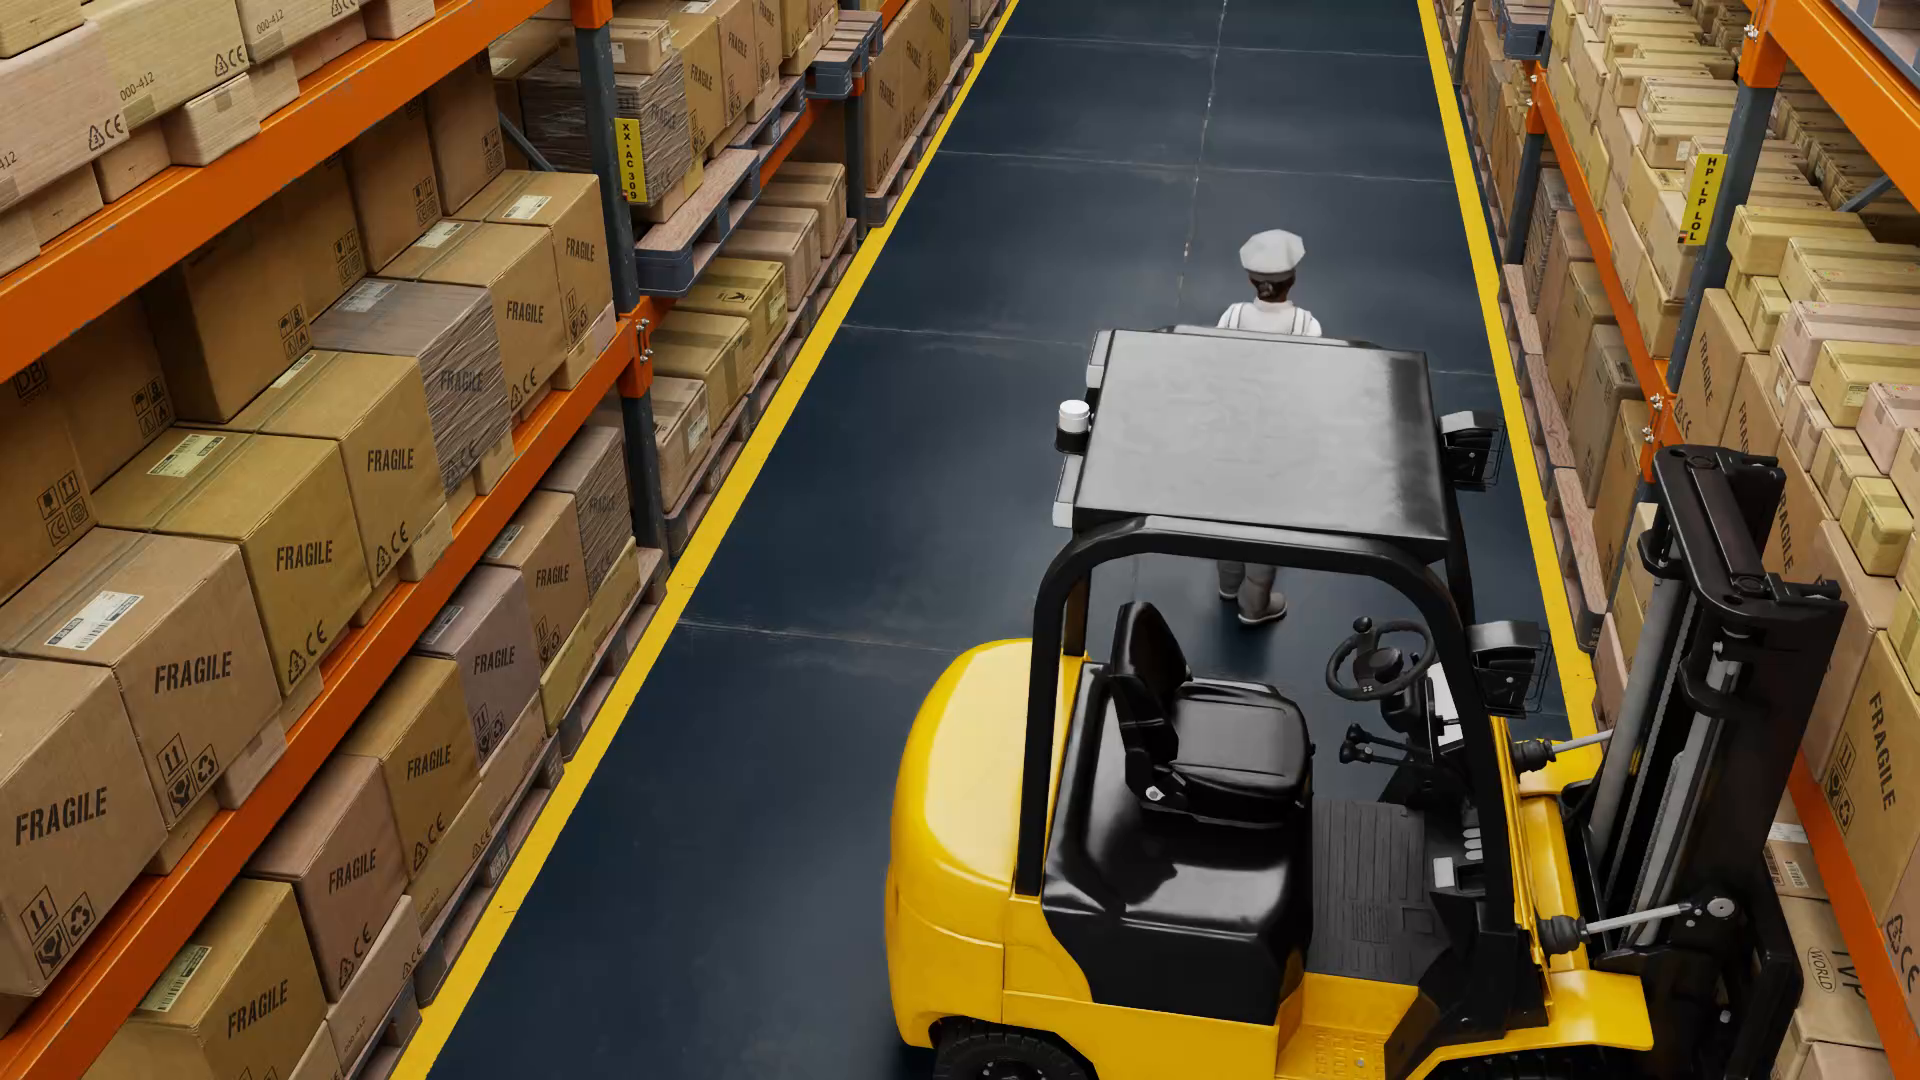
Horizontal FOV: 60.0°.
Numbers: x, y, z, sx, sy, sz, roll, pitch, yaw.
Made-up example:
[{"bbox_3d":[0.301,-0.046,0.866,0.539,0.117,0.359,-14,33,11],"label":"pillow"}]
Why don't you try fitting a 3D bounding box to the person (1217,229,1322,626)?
[{"bbox_3d":[1.244,-0.451,6.810,0.474,1.683,0.489,13,35,19],"label":"person"}]
